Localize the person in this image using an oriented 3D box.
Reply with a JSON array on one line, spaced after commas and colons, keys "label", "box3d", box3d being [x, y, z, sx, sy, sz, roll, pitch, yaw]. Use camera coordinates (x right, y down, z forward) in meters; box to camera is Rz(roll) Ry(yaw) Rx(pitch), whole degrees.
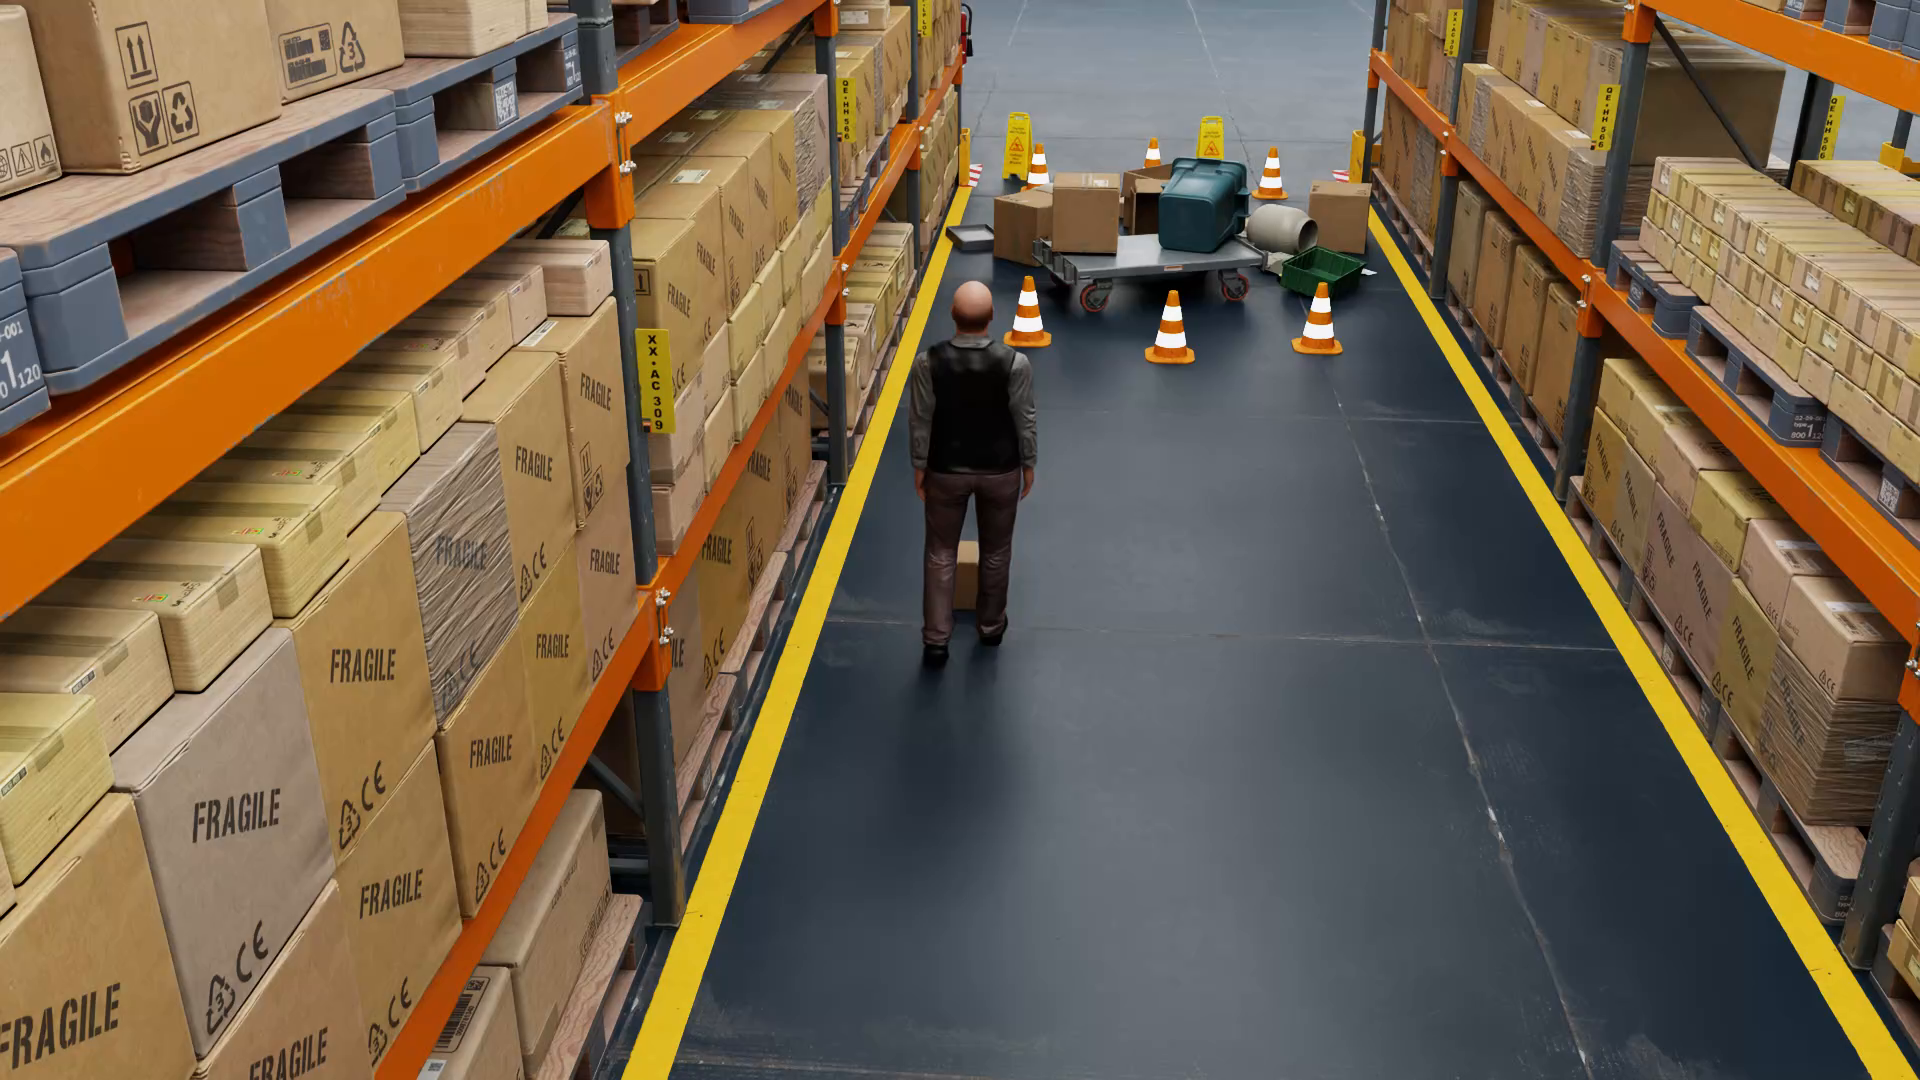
[{"label": "person", "box3d": [0.060, -0.291, 7.305, 0.556, 1.750, 0.561, 2, 24, 4]}]
